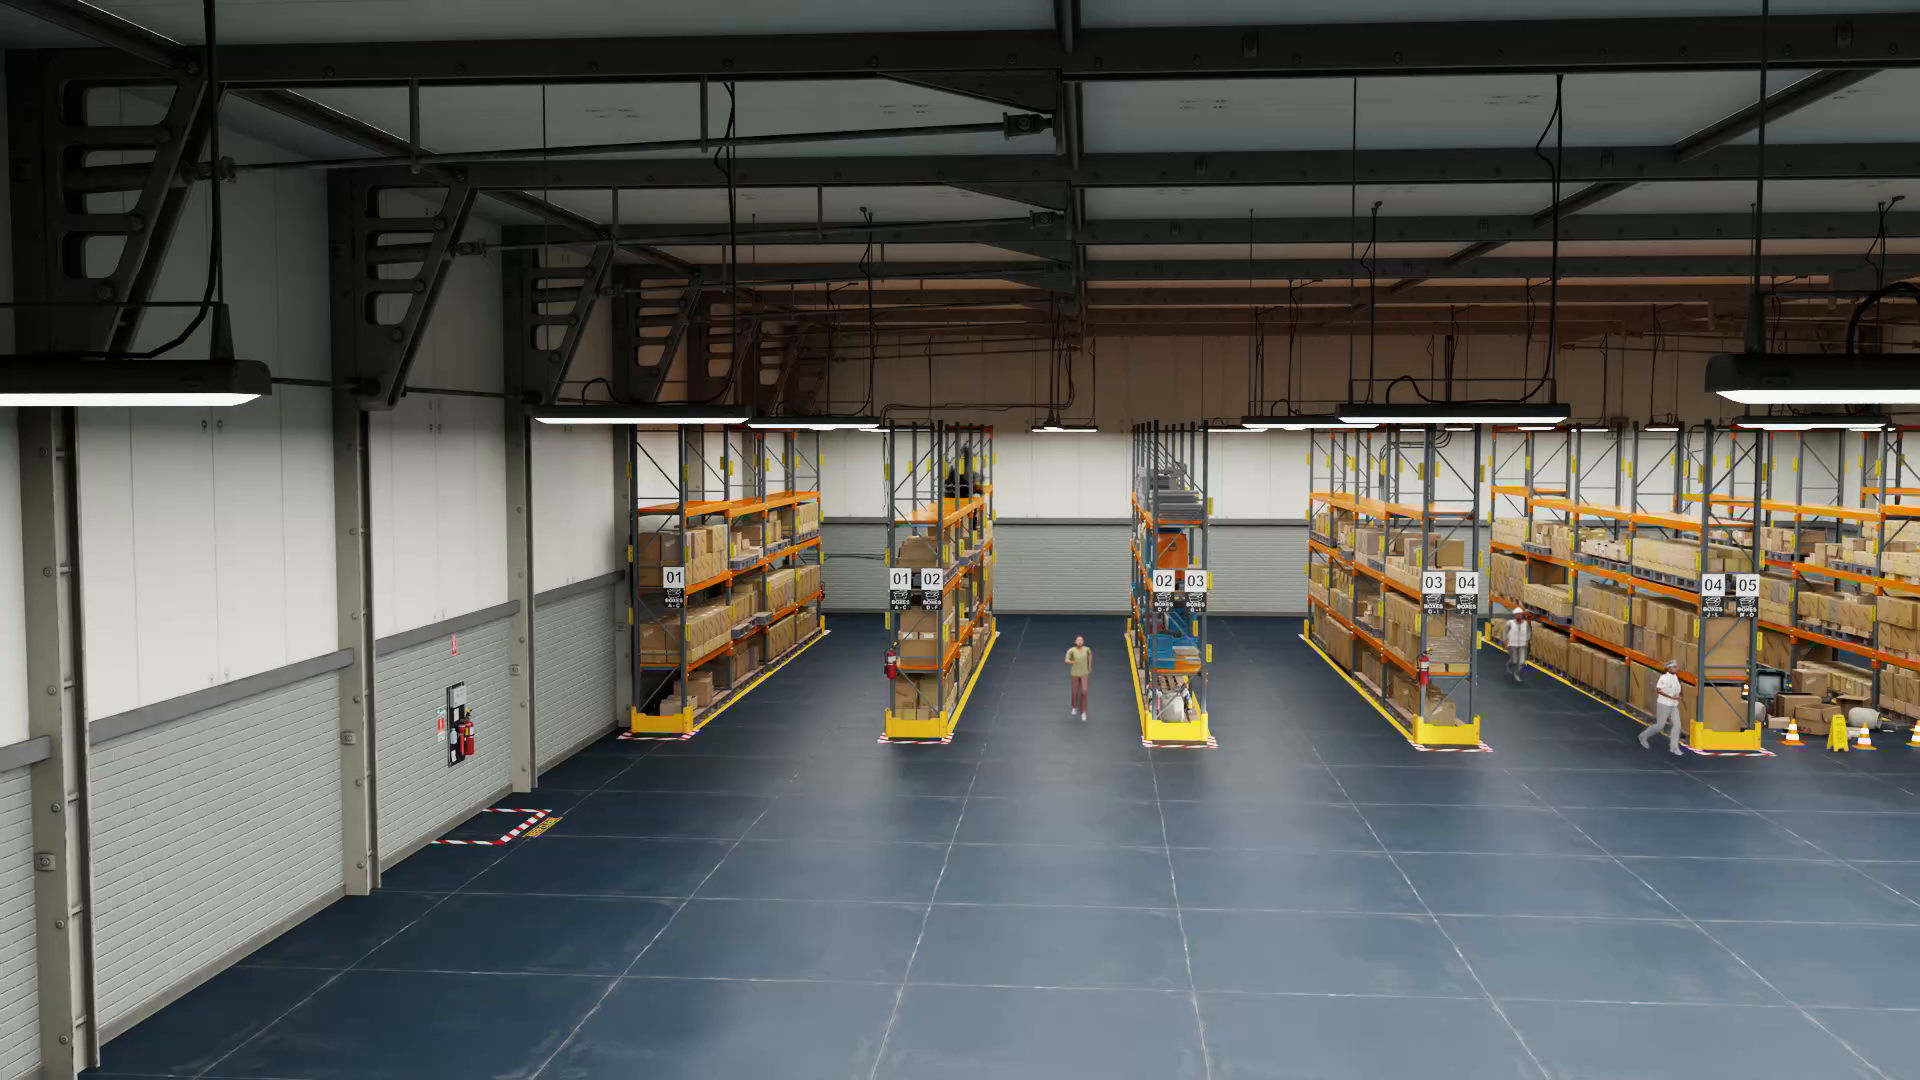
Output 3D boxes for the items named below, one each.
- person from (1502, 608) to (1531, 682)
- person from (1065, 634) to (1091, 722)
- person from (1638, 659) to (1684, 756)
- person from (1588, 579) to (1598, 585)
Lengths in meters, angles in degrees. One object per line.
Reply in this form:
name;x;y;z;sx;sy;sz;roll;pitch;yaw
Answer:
person;12.937;2.426;38.637;0.648;1.724;0.616;0;4;4
person;2.385;2.752;33.521;0.576;1.721;0.831;0;4;-3
person;12.714;2.988;29.955;0.447;1.694;0.869;-2;4;-33
person;18.033;1.917;47.363;0.584;1.644;0.598;0;4;5
